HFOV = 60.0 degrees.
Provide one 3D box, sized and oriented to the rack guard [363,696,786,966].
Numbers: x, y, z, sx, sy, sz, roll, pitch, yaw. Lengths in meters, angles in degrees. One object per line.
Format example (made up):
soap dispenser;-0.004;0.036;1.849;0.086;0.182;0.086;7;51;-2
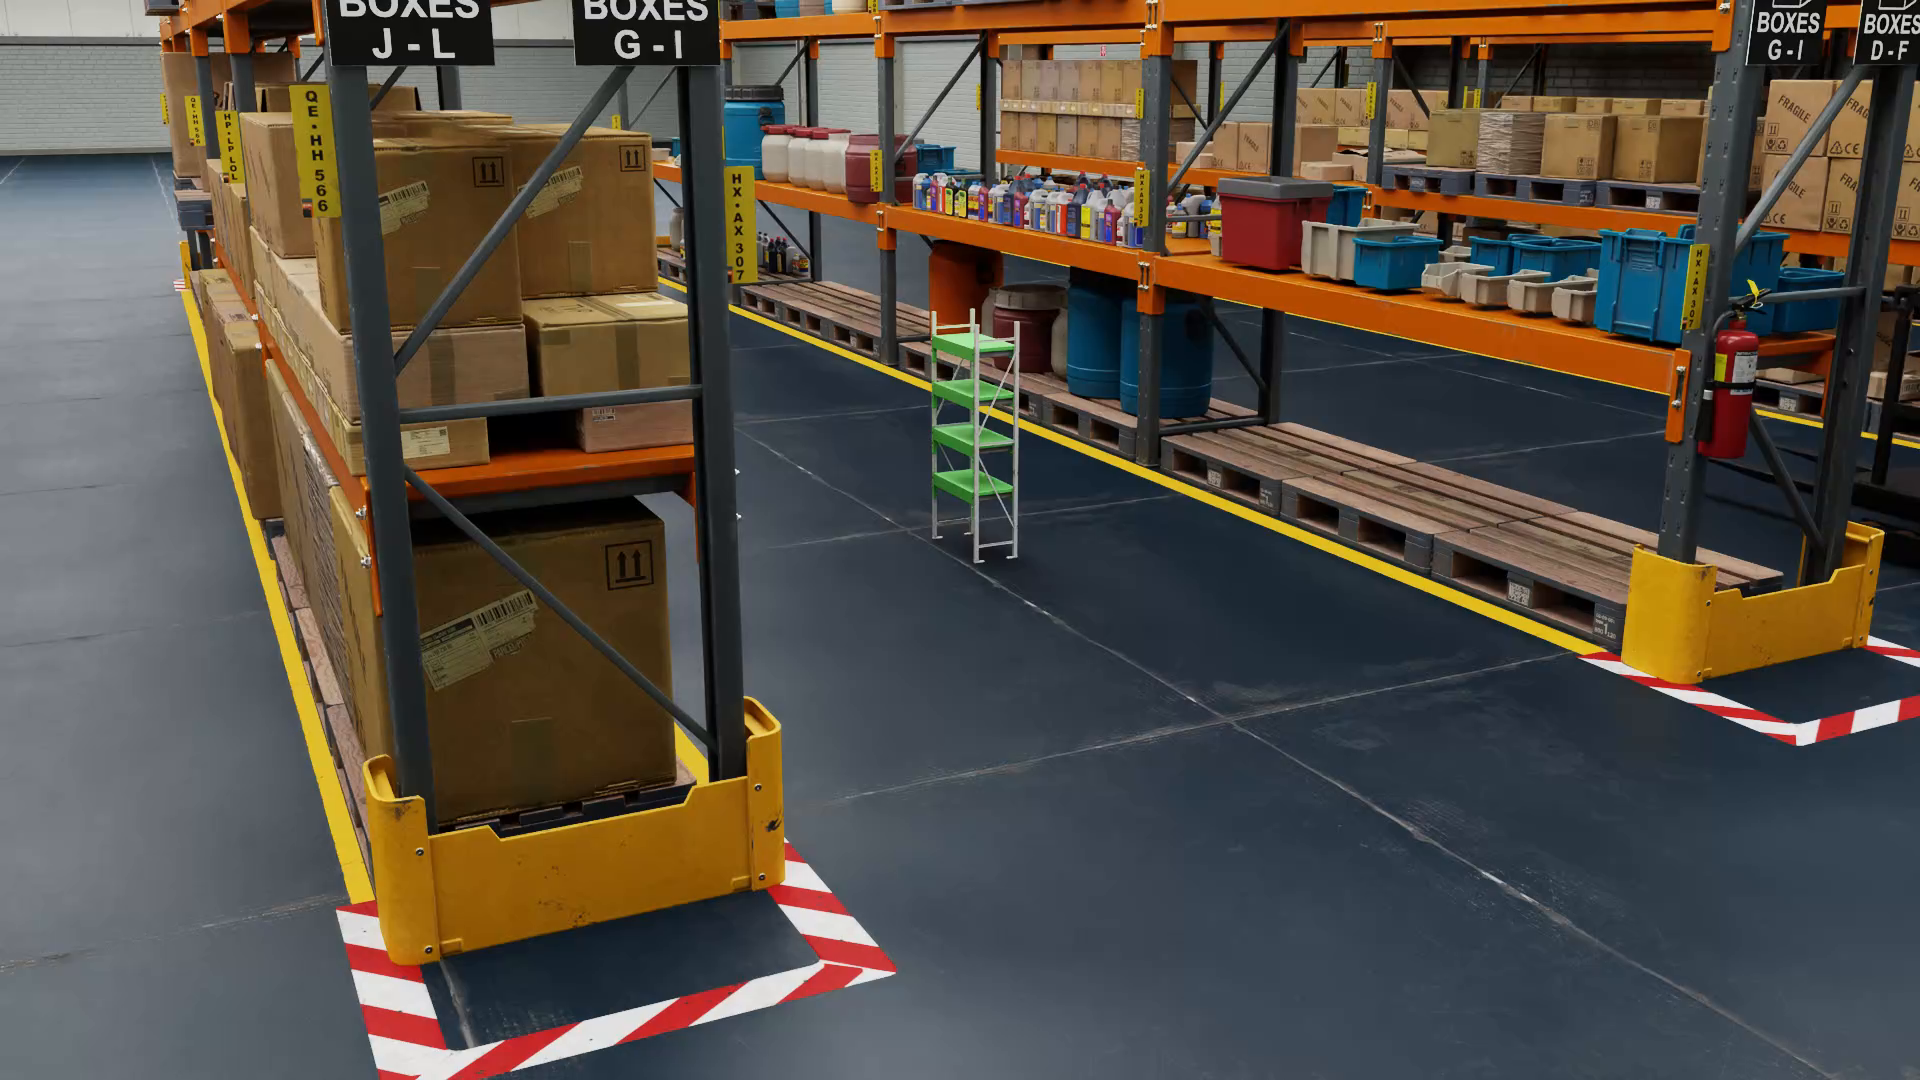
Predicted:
rack guard;-1.116;0.838;4.926;1.175;0.500;0.348;-8;18;-25

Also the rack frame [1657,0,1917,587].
rack frame;3.326;-0.968;6.687;1.000;3.000;0.127;-8;18;-25

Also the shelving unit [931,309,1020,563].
shelving unit;0.072;-0.536;8.442;0.258;1.200;0.503;-8;18;-25

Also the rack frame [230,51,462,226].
rack frame;-2.879;-1.362;8.058;1.000;3.000;0.127;-8;18;-25

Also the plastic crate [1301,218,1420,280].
plastic crate;2.077;-1.531;8.755;0.437;0.282;0.530;-8;18;-25

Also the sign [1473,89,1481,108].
sign;6.490;-5.490;20.873;0.100;0.325;0.005;-8;18;-25

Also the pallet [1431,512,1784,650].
pallet;2.999;0.163;7.801;1.003;0.211;1.213;-8;18;-25

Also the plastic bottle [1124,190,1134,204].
plastic bottle;1.171;-2.273;11.457;0.152;0.276;0.135;-8;18;-25

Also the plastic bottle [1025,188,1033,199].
plastic bottle;0.490;-2.329;11.663;0.097;0.271;0.097;0;16;0

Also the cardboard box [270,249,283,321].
cardboard box;-2.463;-1.033;6.644;0.500;0.250;0.500;-7;18;-24

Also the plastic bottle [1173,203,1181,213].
plastic bottle;1.484;-2.173;11.243;0.097;0.201;0.097;0;16;0

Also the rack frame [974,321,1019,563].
rack frame;0.179;-0.475;8.231;0.240;1.200;0.015;-8;18;-25

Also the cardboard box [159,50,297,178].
cardboard box;-6.161;-3.622;14.084;1.000;1.000;1.000;-8;18;-25

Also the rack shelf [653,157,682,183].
rack shelf;-2.807;-4.094;18.883;1.077;0.370;4.000;-8;18;-25

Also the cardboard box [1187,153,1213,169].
cardboard box;2.728;-4.176;18.322;0.380;0.149;0.250;-8;18;-25

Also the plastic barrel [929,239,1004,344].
plastic barrel;0.051;-1.992;13.426;0.600;0.830;0.708;-8;18;-25

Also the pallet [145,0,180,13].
pallet;-5.752;-4.274;13.109;1.213;0.211;1.003;-8;18;-25

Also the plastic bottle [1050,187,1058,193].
plastic bottle;0.730;-2.599;12.730;0.097;0.201;0.097;0;16;0

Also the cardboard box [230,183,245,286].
cardboard box;-3.540;-1.616;8.764;0.500;0.500;0.500;-7;17;-23

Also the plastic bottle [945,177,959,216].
plastic bottle;-0.060;-2.596;12.571;0.061;0.283;0.133;-8;18;-25

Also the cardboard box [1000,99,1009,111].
cardboard box;0.749;-5.770;22.062;0.380;0.149;0.250;-8;18;-25

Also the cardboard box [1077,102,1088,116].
cardboard box;1.656;-5.258;20.278;0.380;0.149;0.250;-7;17;-23

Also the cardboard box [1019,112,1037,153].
cardboard box;1.198;-5.335;21.721;0.700;0.500;0.500;-7;17;-23

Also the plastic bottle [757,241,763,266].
plastic bottle;-2.303;-3.225;18.689;0.152;0.276;0.135;-8;18;-25

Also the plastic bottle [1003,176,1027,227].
plastic bottle;0.394;-2.398;11.759;0.144;0.351;0.185;-8;18;-25

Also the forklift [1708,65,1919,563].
forklift;5.213;-1.334;8.087;1.130;2.935;3.031;-7;17;-23

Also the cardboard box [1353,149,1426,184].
cardboard box;4.155;-3.602;16.027;0.500;0.311;0.500;-6;17;-21

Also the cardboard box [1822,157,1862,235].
cardboard box;6.233;-2.320;11.216;0.500;0.500;0.500;-7;18;-24

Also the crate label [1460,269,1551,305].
crate label;2.548;-1.191;7.831;0.396;0.136;0.243;-8;18;-25

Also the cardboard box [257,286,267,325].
cardboard box;-2.933;-1.062;7.470;0.380;0.149;0.250;-8;18;-27

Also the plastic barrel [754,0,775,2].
plastic barrel;-1.943;-5.772;17.024;0.421;0.512;0.421;0;16;0

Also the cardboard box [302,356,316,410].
cardboard box;-2.027;-0.551;5.687;0.380;0.149;0.250;-8;18;-26

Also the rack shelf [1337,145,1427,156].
rack shelf;6.098;-5.291;23.055;1.077;0.370;4.000;-8;18;-25

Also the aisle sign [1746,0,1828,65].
aisle sign;3.094;-2.165;6.143;0.394;0.787;0.004;-8;18;-25

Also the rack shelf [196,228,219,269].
rack shelf;-5.507;-2.504;13.341;1.077;0.370;4.000;-8;18;-25

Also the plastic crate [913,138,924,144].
plastic crate;-0.612;-3.420;15.116;0.402;0.464;0.583;-8;18;-25

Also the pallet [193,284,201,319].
pallet;-7.248;-2.470;16.976;1.003;0.211;1.213;-8;18;-25

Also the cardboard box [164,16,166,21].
cardboard box;-7.480;-5.177;16.188;0.500;0.250;0.500;-7;17;-23

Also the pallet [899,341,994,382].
pallet;0.204;-1.421;13.321;1.003;0.211;1.213;-8;18;-25

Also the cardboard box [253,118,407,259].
cardboard box;-2.458;-1.392;6.536;0.500;0.500;0.500;-8;18;-27

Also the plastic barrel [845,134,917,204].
plastic barrel;-0.655;-3.096;13.854;0.600;0.536;0.708;-8;18;-25

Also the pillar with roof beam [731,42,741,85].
pillar with roof beam;-10.706;-15.866;47.725;9.100;9.000;0.400;-8;18;-25

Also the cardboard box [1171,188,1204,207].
cardboard box;2.601;-3.935;19.889;0.500;0.500;0.500;-8;18;-25

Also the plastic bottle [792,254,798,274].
plastic bottle;-1.766;-2.993;18.017;0.097;0.201;0.097;0;16;0

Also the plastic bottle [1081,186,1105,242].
plastic bottle;0.877;-2.125;10.807;0.144;0.351;0.185;-8;18;-25

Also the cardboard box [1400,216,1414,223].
cardboard box;6.292;-4.381;22.951;0.380;0.149;0.250;-9;18;-29

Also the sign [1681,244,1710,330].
sign;2.838;-0.976;6.419;0.100;0.325;0.005;-8;18;-25

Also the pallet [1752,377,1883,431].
pallet;6.328;-1.047;12.017;1.003;0.211;1.213;-8;18;-25

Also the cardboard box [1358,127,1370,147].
cardboard box;5.828;-5.531;22.824;0.500;0.250;0.500;-7;18;-24

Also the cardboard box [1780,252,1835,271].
cardboard box;8.931;-3.120;17.320;0.750;0.750;0.750;-8;18;-26

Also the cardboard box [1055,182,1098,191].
cardboard box;1.460;-4.242;20.958;0.500;0.500;0.500;-8;18;-25

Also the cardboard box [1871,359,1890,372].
cardboard box;6.751;-1.206;11.887;0.380;0.149;0.250;-8;18;-25

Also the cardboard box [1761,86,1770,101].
cardboard box;8.549;-4.802;17.893;0.380;0.149;0.250;-10;19;-32

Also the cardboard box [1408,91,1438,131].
cardboard box;6.266;-5.642;21.849;0.500;0.500;0.500;-8;18;-25
